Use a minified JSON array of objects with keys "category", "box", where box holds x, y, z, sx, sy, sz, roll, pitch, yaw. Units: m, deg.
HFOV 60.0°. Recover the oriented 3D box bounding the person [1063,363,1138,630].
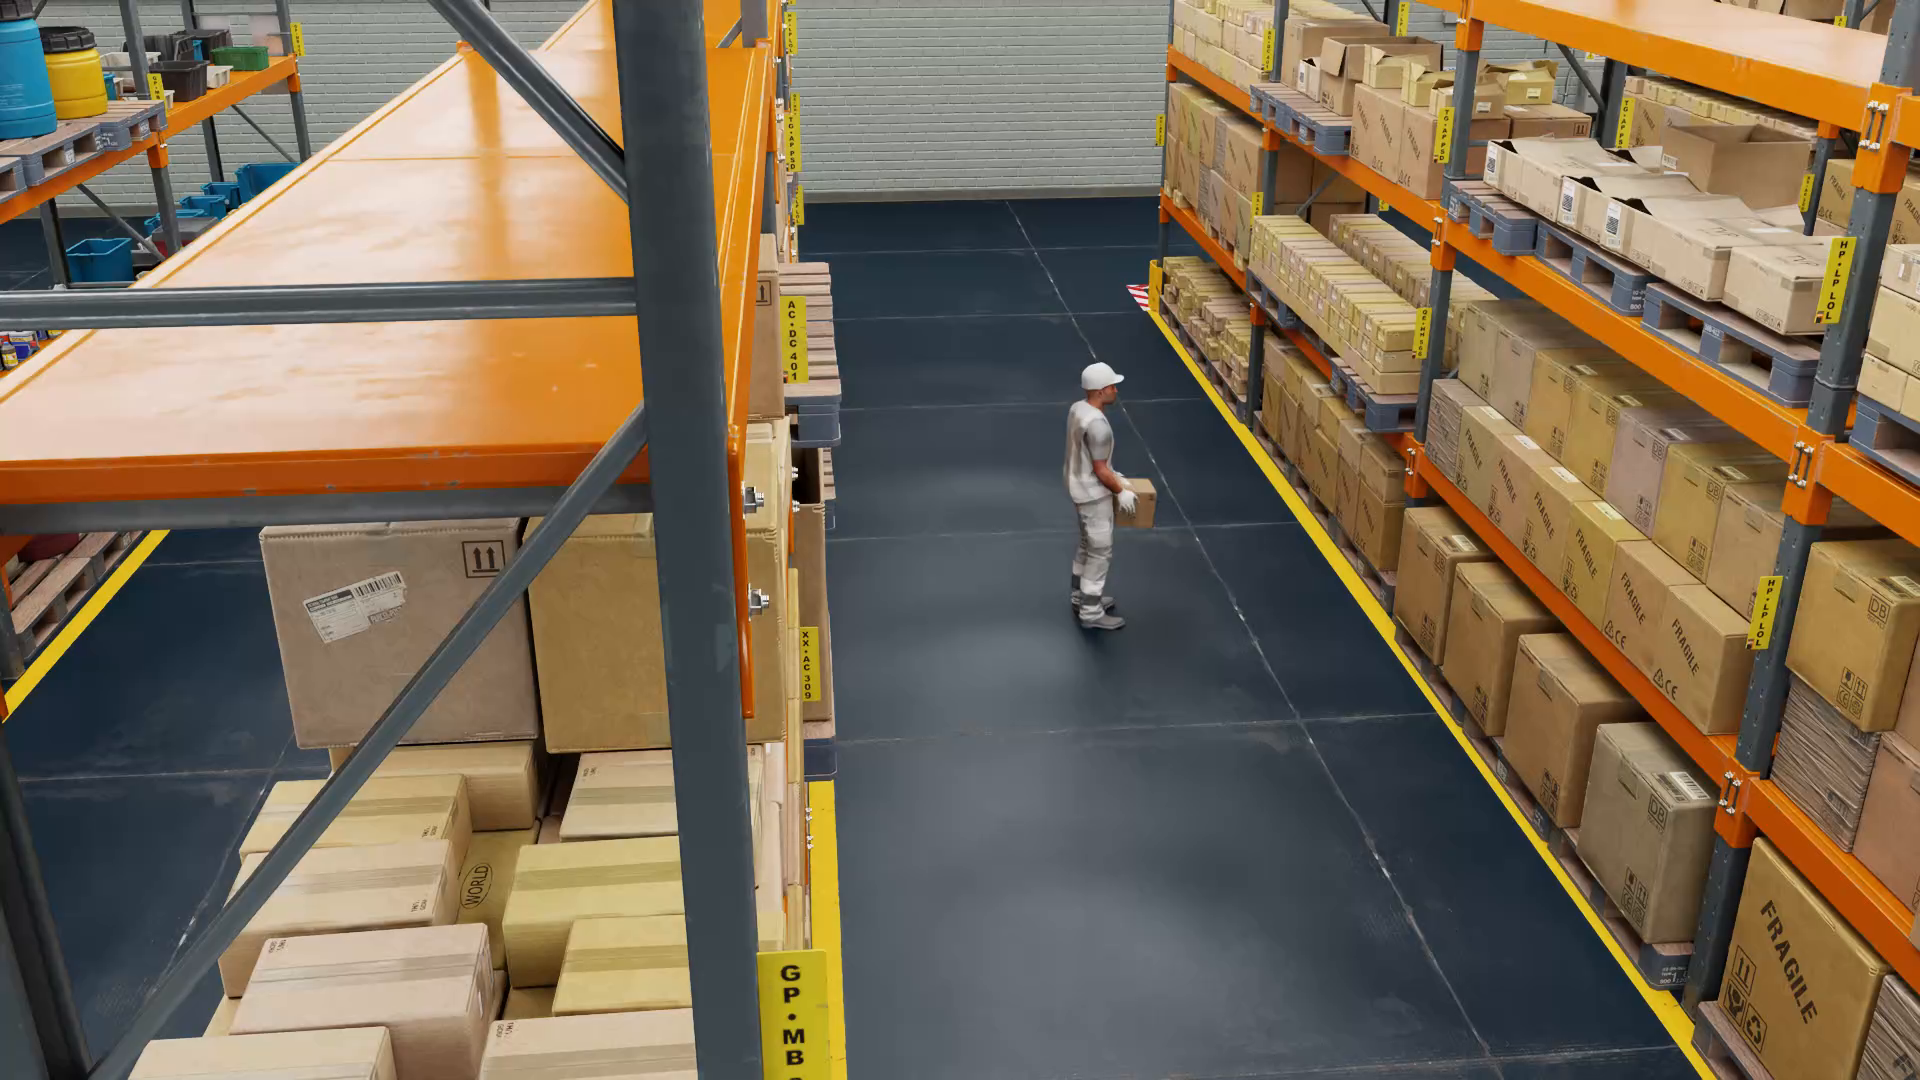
[{"category":"person","box":[0.921,-0.307,11.003,0.462,1.792,0.535,-3,24,-6]}]
